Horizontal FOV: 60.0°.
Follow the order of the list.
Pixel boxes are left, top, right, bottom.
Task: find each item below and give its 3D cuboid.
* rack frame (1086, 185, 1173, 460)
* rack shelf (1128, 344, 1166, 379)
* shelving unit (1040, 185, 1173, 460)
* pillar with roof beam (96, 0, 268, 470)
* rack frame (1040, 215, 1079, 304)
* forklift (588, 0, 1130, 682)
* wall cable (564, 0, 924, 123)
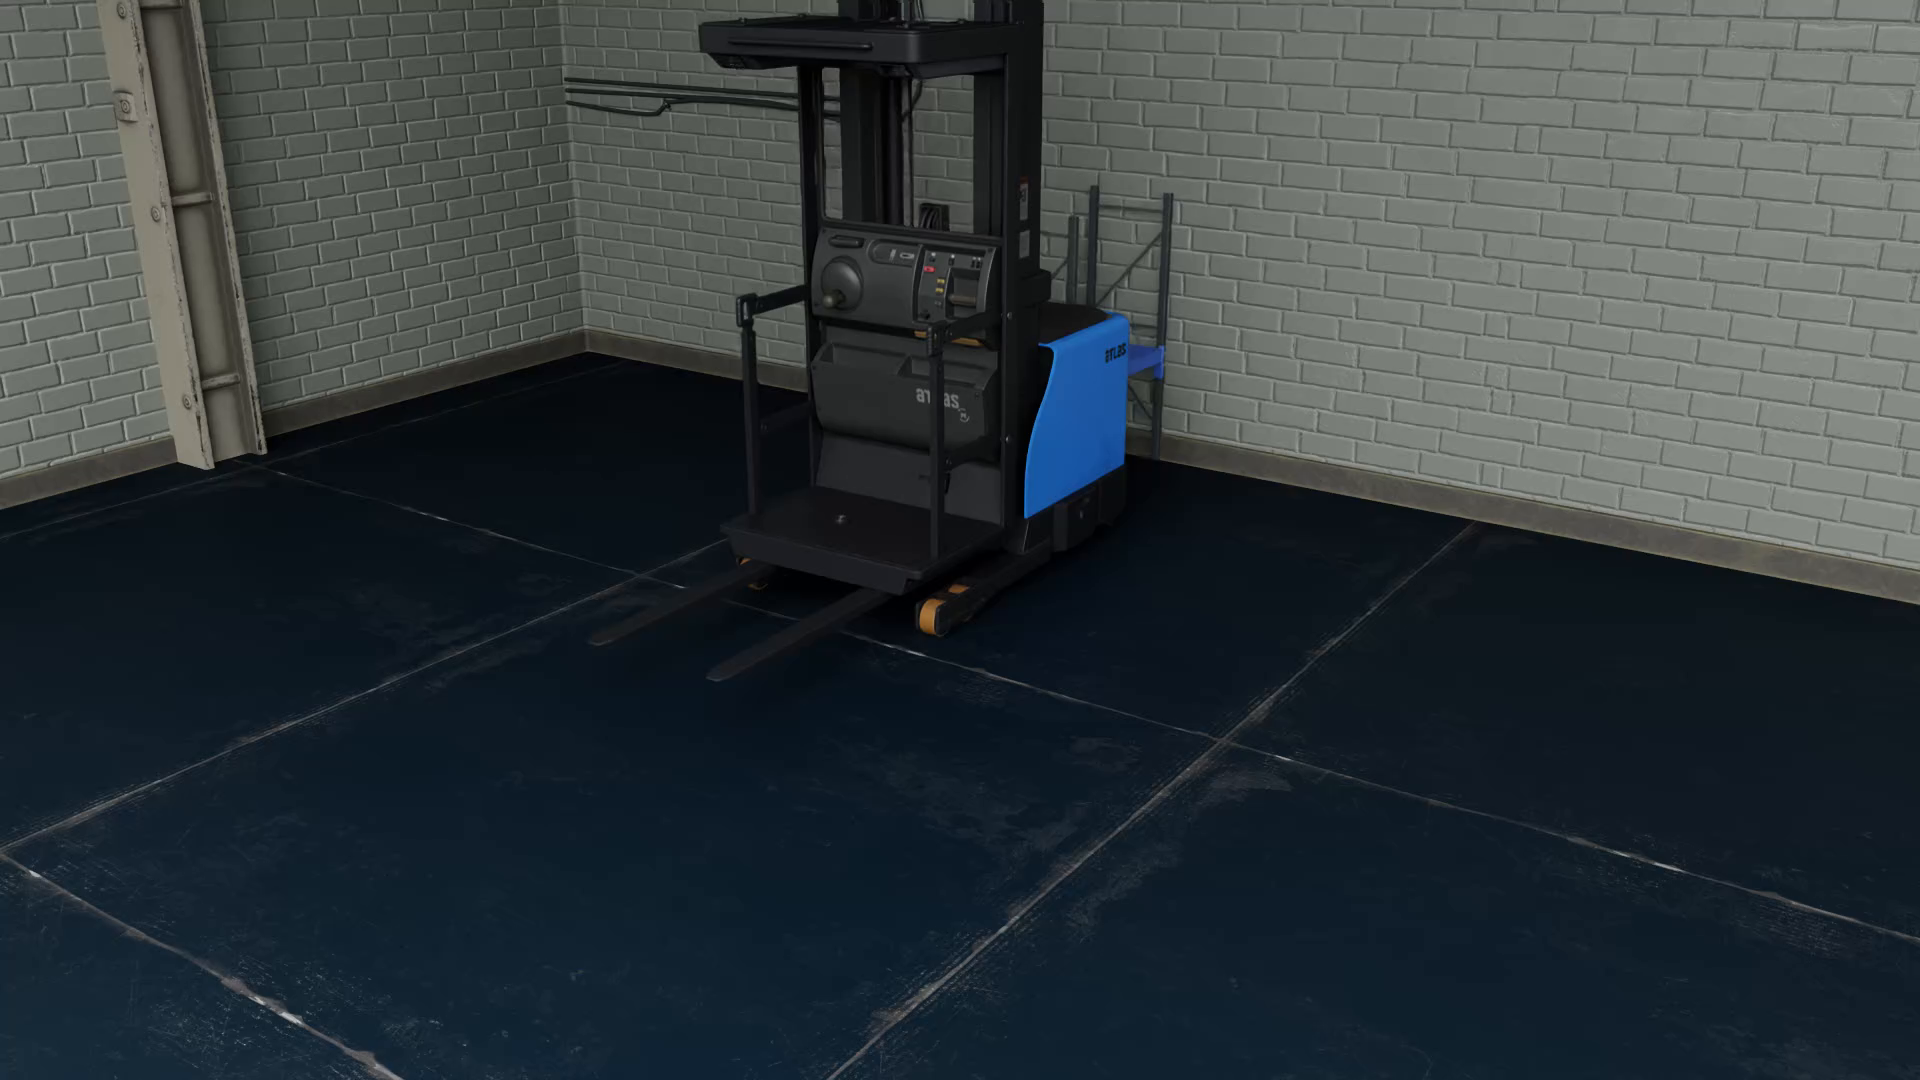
[{"bbox_3d":[0.934,-1.217,9.375,0.500,1.500,0.032,13,23,32],"label":"rack frame"},{"bbox_3d":[0.649,-0.907,9.037,0.538,0.185,1.000,13,23,32],"label":"rack shelf"},{"bbox_3d":[0.650,-1.077,8.977,0.538,1.500,1.048,13,23,32],"label":"shelving unit"},{"bbox_3d":[-0.683,-3.860,5.730,9.100,9.000,0.400,13,24,32],"label":"pillar with roof beam"},{"bbox_3d":[0.367,-0.936,8.579,0.500,1.500,0.032,13,23,32],"label":"rack frame"},{"bbox_3d":[-0.368,-1.144,7.133,1.130,2.935,3.031,13,24,30],"label":"forklift"},{"bbox_3d":[-1.494,-3.831,10.127,3.097,2.526,0.112,13,24,32],"label":"wall cable"}]
